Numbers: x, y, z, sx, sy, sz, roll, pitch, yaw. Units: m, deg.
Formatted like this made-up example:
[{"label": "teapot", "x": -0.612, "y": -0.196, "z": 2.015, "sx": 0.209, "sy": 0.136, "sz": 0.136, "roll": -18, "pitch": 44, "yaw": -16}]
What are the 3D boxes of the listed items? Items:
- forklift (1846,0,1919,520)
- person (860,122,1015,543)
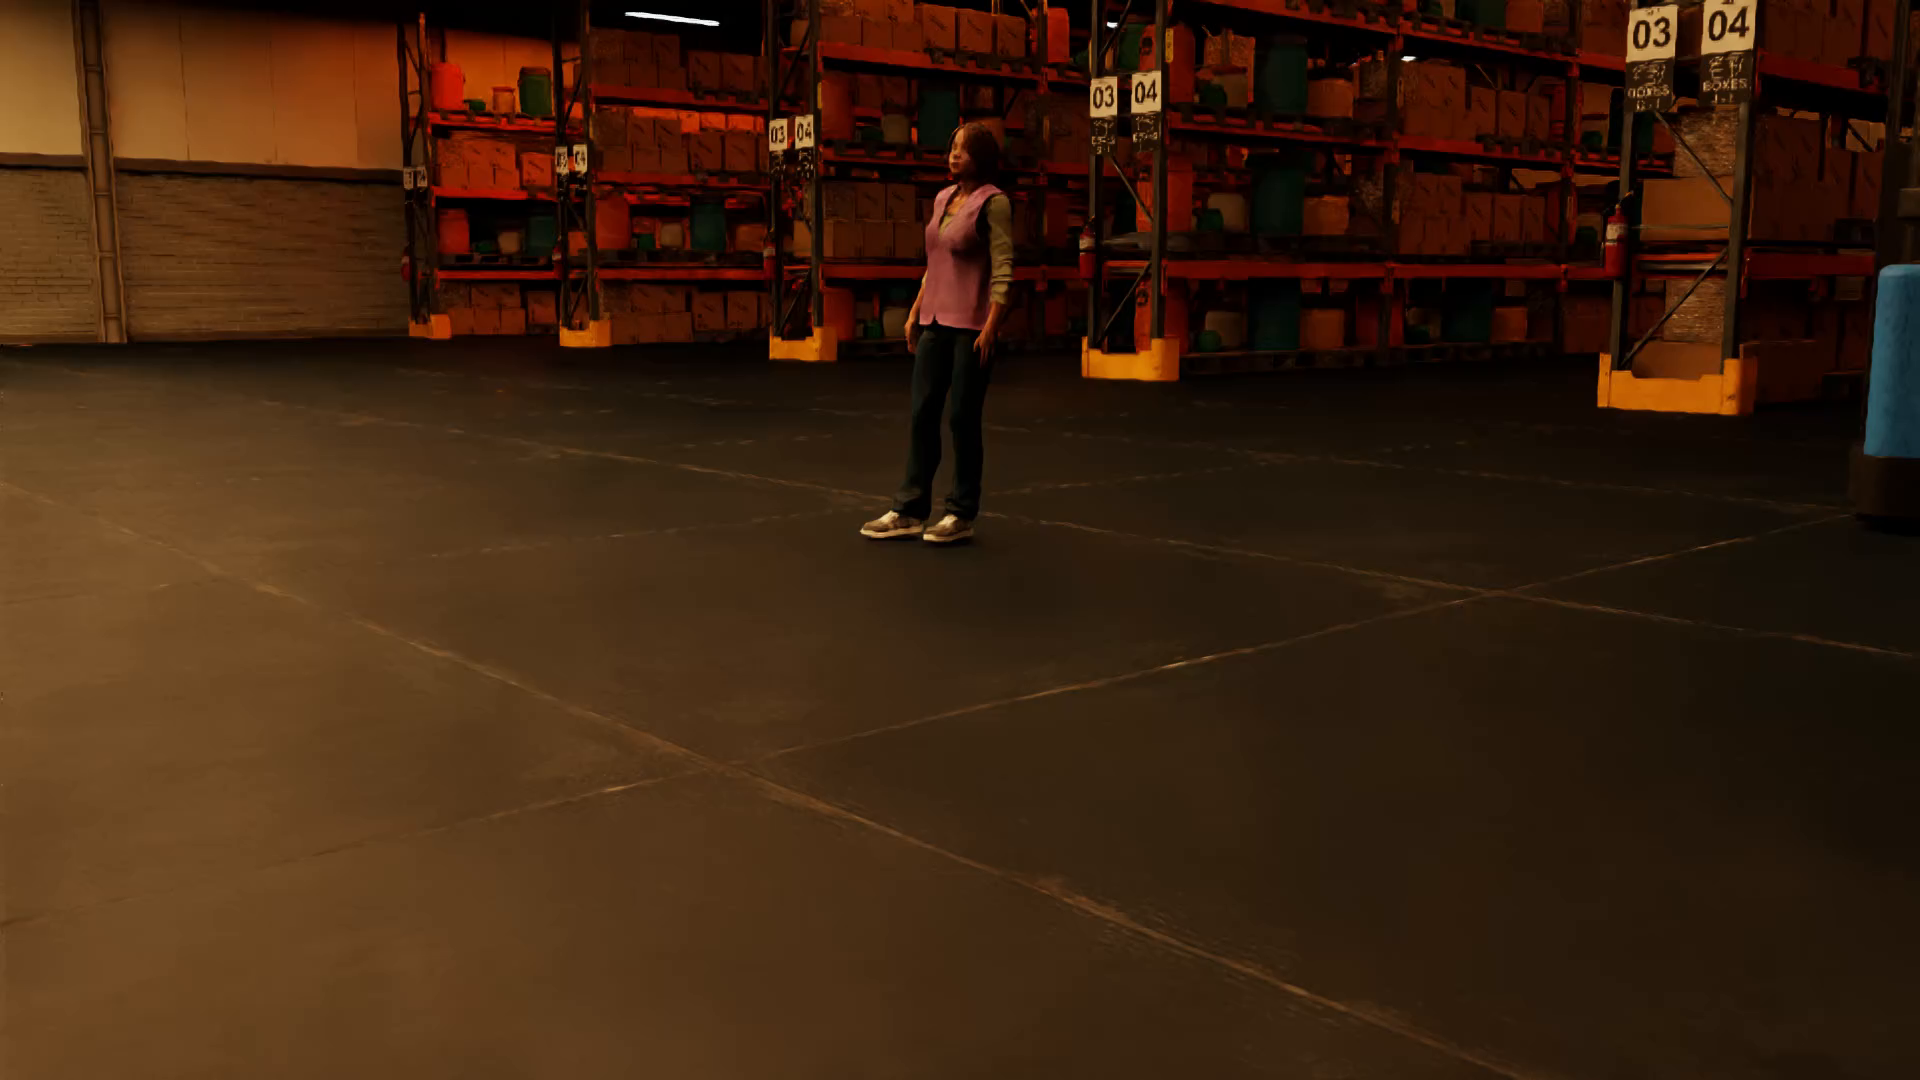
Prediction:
[{"label": "forklift", "x": 4.804, "y": -1.641, "z": 7.557, "sx": 1.130, "sy": 2.935, "sz": 3.031, "roll": 5, "pitch": 10, "yaw": 29}, {"label": "person", "x": -0.065, "y": -0.790, "z": 6.379, "sx": 0.474, "sy": 1.597, "sz": 0.520, "roll": -8, "pitch": 12, "yaw": -40}]
